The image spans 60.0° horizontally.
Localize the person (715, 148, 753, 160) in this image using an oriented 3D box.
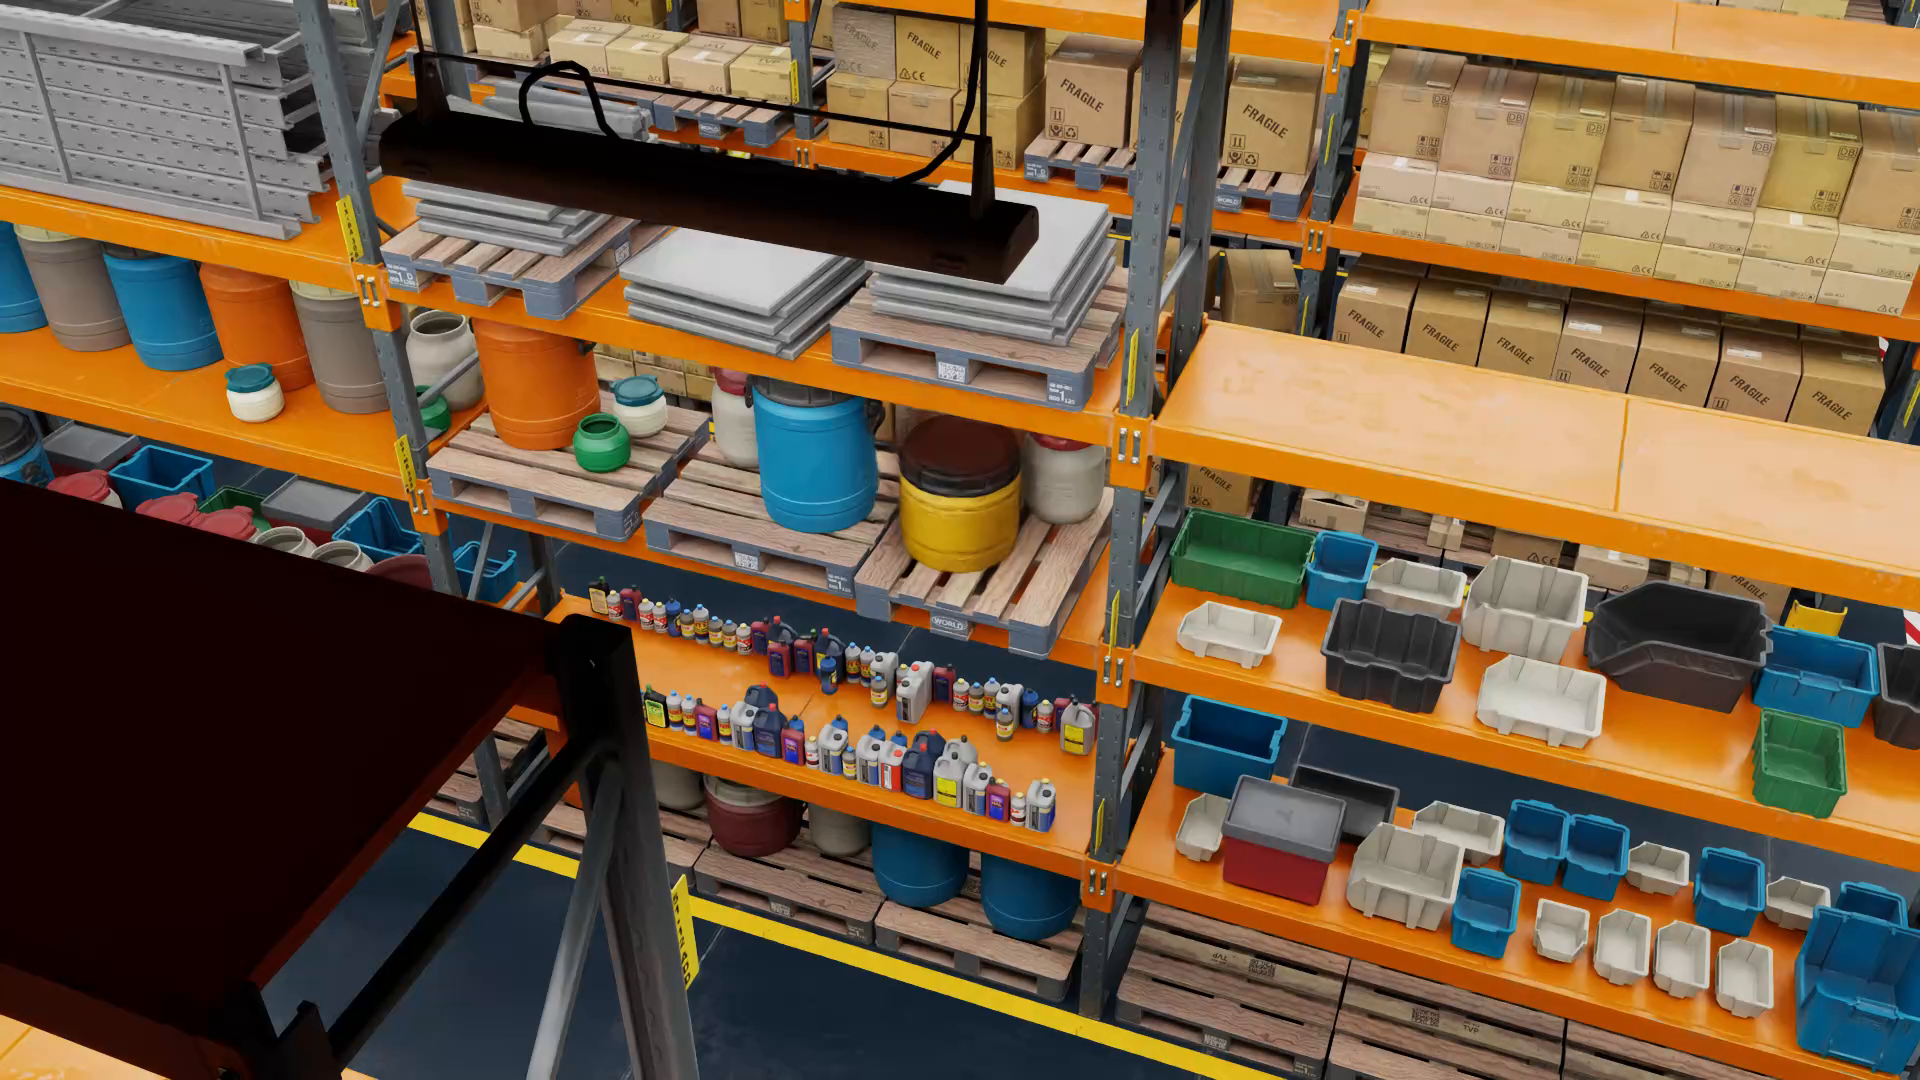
[{"bbox_3d":[-2.474,-3.914,17.230,0.685,1.789,0.595,8,37,11],"label":"person"}]
